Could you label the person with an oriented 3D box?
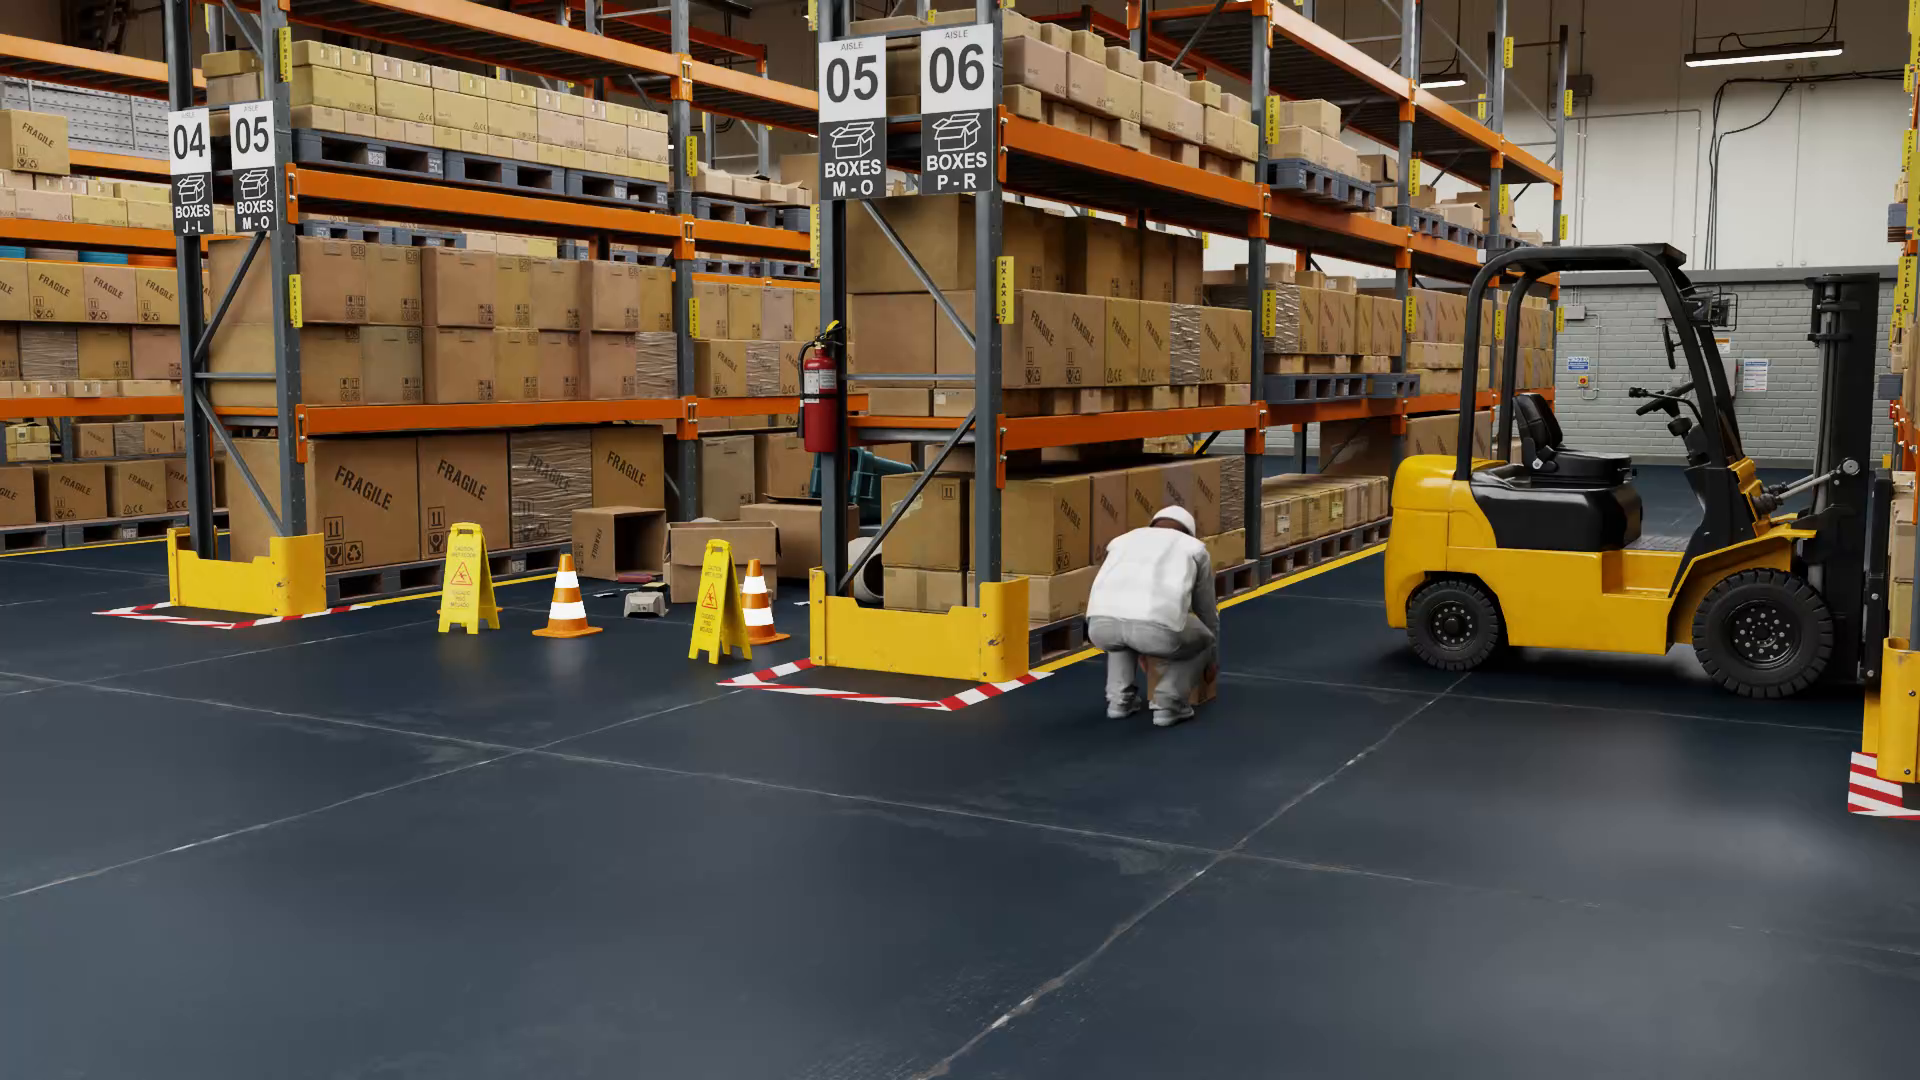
[{"bbox_3d":[0.882,0.328,7.529,0.536,0.916,0.913,3,7,29],"label":"person"}]
